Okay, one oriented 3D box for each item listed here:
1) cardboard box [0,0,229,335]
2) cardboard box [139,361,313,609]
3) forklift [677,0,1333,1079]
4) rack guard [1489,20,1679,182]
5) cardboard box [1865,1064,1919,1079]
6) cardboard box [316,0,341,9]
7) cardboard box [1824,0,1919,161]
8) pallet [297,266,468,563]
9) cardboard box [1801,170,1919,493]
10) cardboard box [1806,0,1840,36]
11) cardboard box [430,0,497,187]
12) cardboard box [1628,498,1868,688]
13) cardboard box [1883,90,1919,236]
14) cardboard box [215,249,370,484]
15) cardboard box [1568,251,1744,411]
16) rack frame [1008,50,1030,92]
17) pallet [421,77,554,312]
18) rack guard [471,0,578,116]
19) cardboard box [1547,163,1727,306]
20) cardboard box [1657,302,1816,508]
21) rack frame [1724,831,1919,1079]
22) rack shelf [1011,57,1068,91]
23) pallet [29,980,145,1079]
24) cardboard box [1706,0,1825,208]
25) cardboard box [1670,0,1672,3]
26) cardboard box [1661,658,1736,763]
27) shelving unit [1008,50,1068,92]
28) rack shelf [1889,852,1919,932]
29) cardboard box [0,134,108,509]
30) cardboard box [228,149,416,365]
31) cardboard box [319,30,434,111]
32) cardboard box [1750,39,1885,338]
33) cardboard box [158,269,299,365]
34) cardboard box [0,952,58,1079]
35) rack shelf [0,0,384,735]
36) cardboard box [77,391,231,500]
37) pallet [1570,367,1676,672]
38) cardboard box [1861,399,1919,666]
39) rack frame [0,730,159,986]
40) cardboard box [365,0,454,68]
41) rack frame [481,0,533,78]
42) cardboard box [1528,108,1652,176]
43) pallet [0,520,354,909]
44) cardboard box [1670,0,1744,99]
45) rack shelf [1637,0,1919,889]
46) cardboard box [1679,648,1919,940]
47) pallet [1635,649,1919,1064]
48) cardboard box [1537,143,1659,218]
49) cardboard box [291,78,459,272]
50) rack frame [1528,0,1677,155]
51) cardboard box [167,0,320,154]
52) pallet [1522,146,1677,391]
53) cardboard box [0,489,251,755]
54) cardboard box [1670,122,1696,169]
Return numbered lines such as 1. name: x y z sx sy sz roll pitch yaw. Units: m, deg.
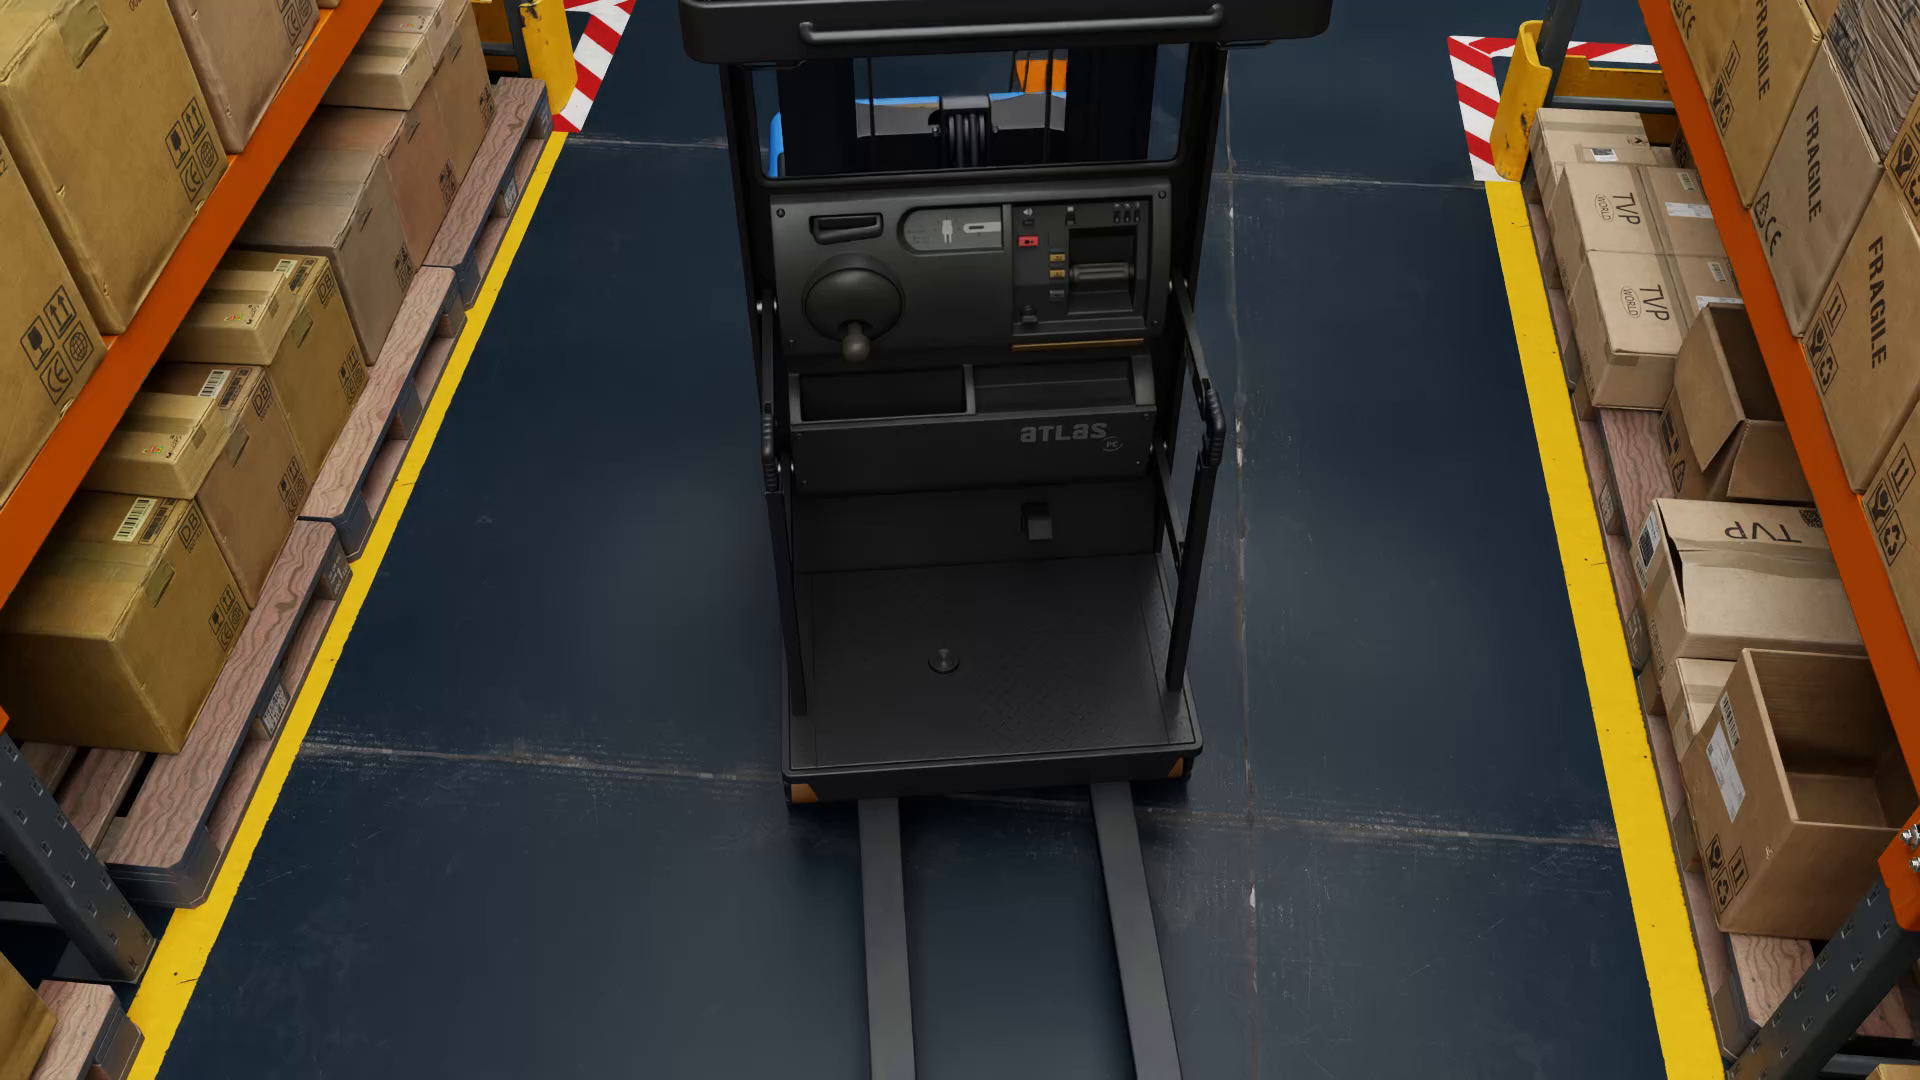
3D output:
1. cardboard box: -2.438 -0.996 3.925 0.980 0.700 0.700 3 48 3
2. cardboard box: -2.356 -0.171 4.783 0.700 0.500 0.500 3 48 3
3. forklift: 0.050 -0.530 3.749 1.130 2.935 3.031 -3 48 -3
4. rack guard: 2.716 -1.670 6.439 1.175 0.500 0.348 4 48 4
5. cardboard box: 2.071 1.404 3.329 0.500 0.500 0.500 2 48 2
6. cardboard box: -2.302 -2.091 4.926 0.980 0.700 0.700 4 48 3
7. cardboard box: 2.236 -1.138 3.512 0.500 0.500 0.500 4 48 4
8. pallet: -2.319 -0.472 5.539 1.003 0.211 1.213 4 48 4
9. cardboard box: 2.194 -0.428 3.541 0.500 0.500 0.500 5 48 5
10. cardboard box: 2.284 -1.508 3.851 0.500 0.500 0.500 3 48 3
11. cardboard box: -2.175 -1.677 6.161 0.700 0.500 0.500 4 48 4
12. cardboard box: 2.196 0.139 4.614 0.500 0.311 0.500 4 48 4
13. cardboard box: 2.190 -0.767 3.174 0.500 0.500 0.500 3 48 3
14. cardboard box: -2.307 -0.548 5.128 0.700 0.500 0.500 5 48 4
15. cardboard box: 2.299 -0.675 5.400 0.500 0.250 0.500 4 48 4
16. rack frame: 0.153 -1.213 5.527 0.006 1.200 0.240 -2 48 -8
17. pallet: -2.206 -1.366 6.357 1.003 0.211 1.213 4 48 4
18. rack guard: -2.209 -2.074 6.808 1.175 0.500 0.348 4 48 4
19. cardboard box: 2.345 -1.043 5.736 0.500 0.250 0.500 4 48 4
20. cardboard box: 2.524 -0.317 4.901 0.797 0.503 0.637 4 48 4
21. rack frame: 2.358 0.369 2.879 1.000 3.000 0.127 4 48 4
22. rack shelf: 0.269 -1.430 5.310 0.180 0.103 0.258 -2 48 -8
23. pallet: -2.571 1.552 3.687 1.003 0.211 1.213 4 48 4
24. cardboard box: 2.282 -1.180 4.229 0.500 0.500 0.500 4 48 4
25. cardboard box: 2.378 -1.916 4.902 0.500 0.500 0.500 3 48 3
26. cardboard box: 2.102 0.466 4.425 0.380 0.149 0.250 4 48 4
27. shelving unit: 0.243 -1.216 5.540 0.189 1.200 0.258 -2 48 -8
28. rack shelf: 2.176 2.082 1.801 1.077 0.370 4.000 4 48 4
29. cardboard box: -2.510 -0.460 3.434 0.980 0.700 0.700 5 48 4
30. cardboard box: -2.266 -0.940 5.486 0.700 0.500 0.500 2 48 2
31. cardboard box: -2.028 -1.602 5.652 0.380 0.149 0.250 5 48 5
32. cardboard box: 2.238 -0.806 3.886 0.500 0.500 0.500 5 48 4
33. cardboard box: -2.145 -0.644 4.776 0.380 0.149 0.250 3 48 2
34. cardboard box: -2.505 1.109 3.375 0.750 0.750 0.750 4 48 4
35. rack shelf: -2.393 -1.188 4.791 1.077 0.370 4.000 4 48 4
36. cardboard box: -2.192 -0.260 4.425 0.380 0.149 0.250 5 48 5
37. pallet: 2.530 -0.093 5.192 1.003 0.211 1.213 4 48 4
38. cardboard box: 2.148 -0.049 3.194 0.500 0.500 0.500 5 48 4
39. rack frame: -2.575 0.039 3.182 1.000 3.000 0.127 4 48 4
40. cardboard box: -2.005 -1.790 5.824 0.380 0.149 0.250 3 48 3
41. rack frame: -2.211 -2.900 5.870 1.000 3.000 0.127 4 48 4
42. cardboard box: 2.342 -1.472 6.197 0.380 0.149 0.250 4 48 4
43. pallet: -2.428 0.427 4.717 1.003 0.211 1.213 4 48 4
44. cardboard box: 2.329 -1.547 4.565 0.500 0.500 0.500 4 48 3
45. rack shelf: 2.540 -0.858 4.489 1.077 0.370 4.000 4 48 4
46. cardboard box: 2.128 0.627 4.040 0.500 0.500 0.500 4 48 4
47. pallet: 2.422 0.806 4.370 1.003 0.211 1.213 4 48 4
48. cardboard box: 2.319 -1.294 6.023 0.380 0.166 0.250 4 48 4
49. cardboard box: -2.220 -1.310 5.824 0.700 0.500 0.500 4 48 3
50. rack frame: 2.723 -2.570 5.568 1.000 3.000 0.127 4 48 4
51. cardboard box: -2.381 -1.531 4.414 0.980 0.700 0.700 2 48 2
52. pallet: 2.644 -0.987 6.010 1.003 0.211 1.213 4 48 4
53. cardboard box: -2.405 0.198 4.445 0.700 0.500 0.500 4 48 4
54. cardboard box: 2.918 -1.459 5.947 0.500 0.500 0.500 4 48 4
